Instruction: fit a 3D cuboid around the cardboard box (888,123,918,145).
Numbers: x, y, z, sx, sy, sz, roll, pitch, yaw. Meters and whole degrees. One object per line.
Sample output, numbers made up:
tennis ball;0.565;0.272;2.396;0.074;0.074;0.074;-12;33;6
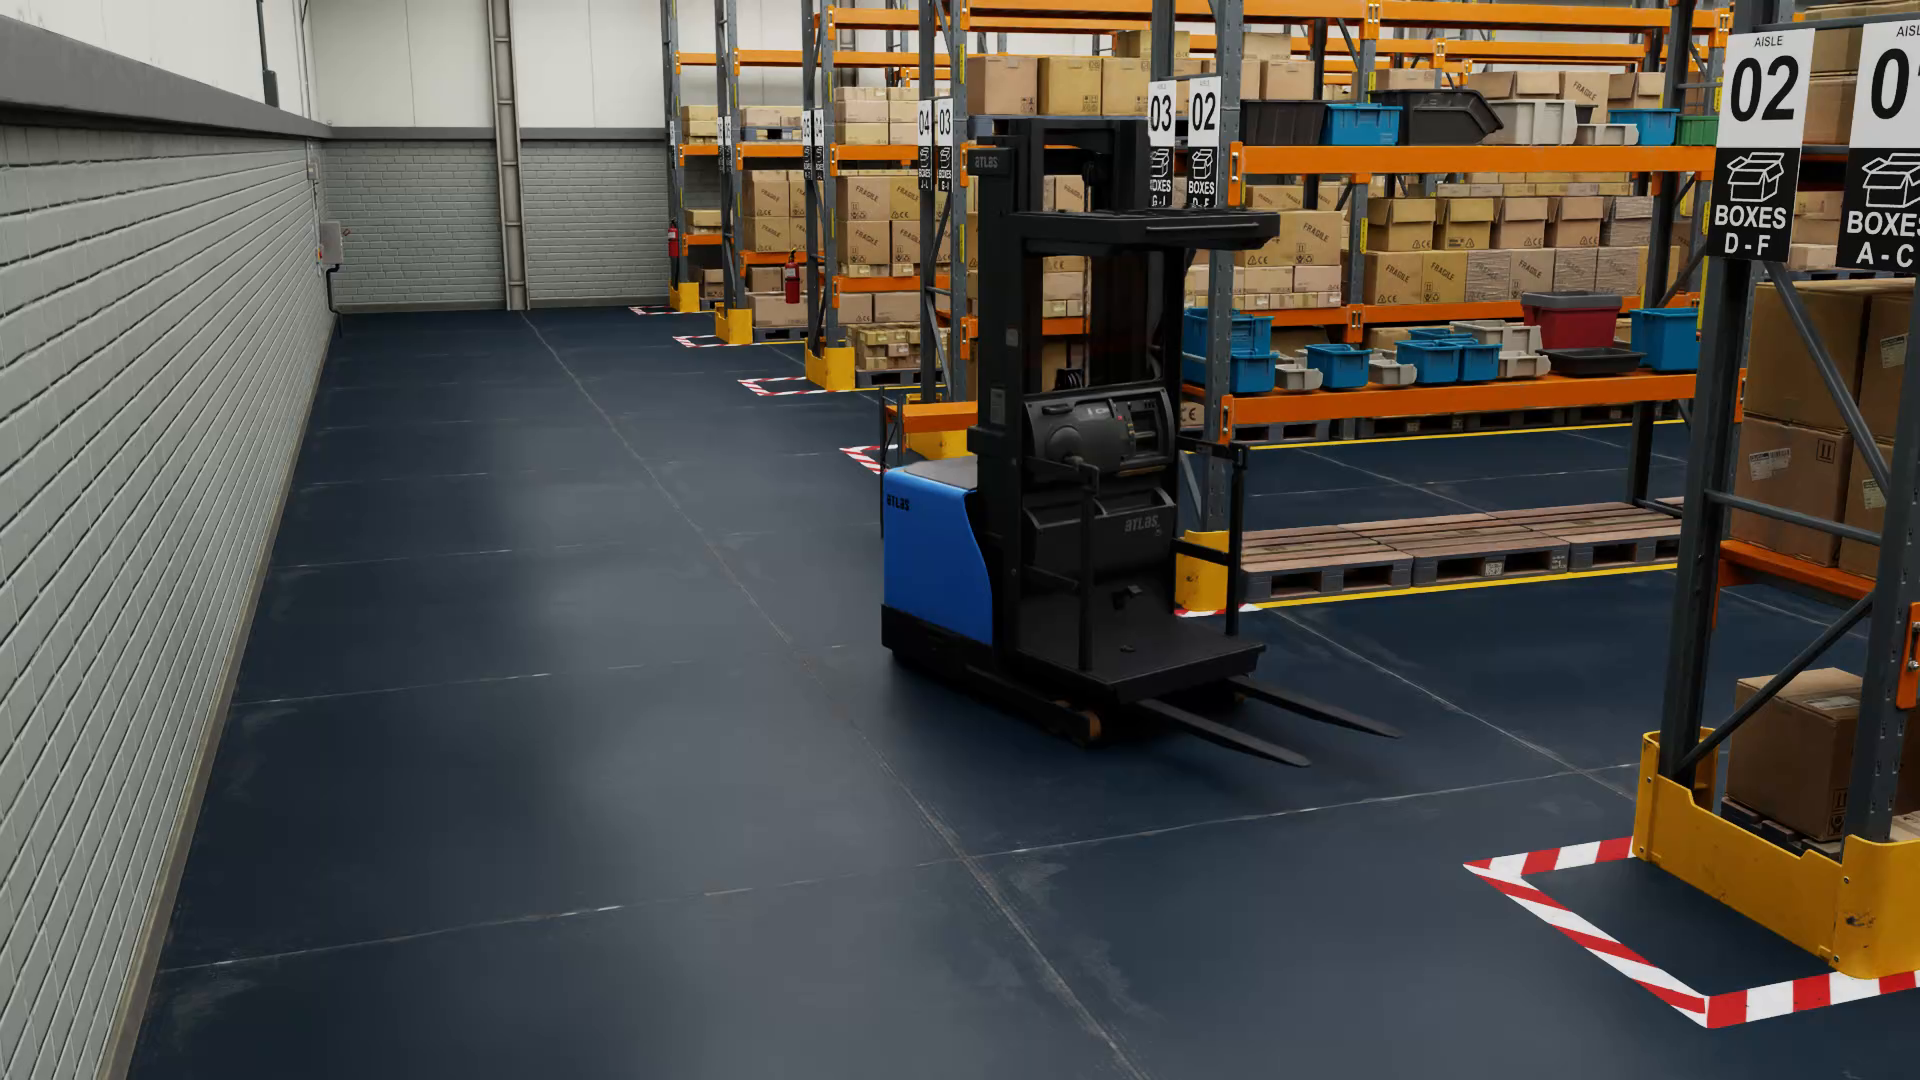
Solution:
cardboard box;-0.635;-4.739;19.428;0.500;0.250;0.500;-4;14;-16

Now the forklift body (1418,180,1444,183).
forklift body;9.046;-5.733;31.595;1.214;2.155;2.313;-4;14;-18

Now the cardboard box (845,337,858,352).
cardboard box;-1.233;-2.402;20.368;0.250;0.149;0.380;-5;14;-20

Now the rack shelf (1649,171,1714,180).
rack shelf;9.322;-4.090;17.929;4.000;0.370;1.077;-4;14;-18

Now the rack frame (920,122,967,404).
rack frame;-0.156;-2.243;15.090;0.127;3.000;1.000;-4;14;-18

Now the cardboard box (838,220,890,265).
cardboard box;-1.129;-3.504;19.533;0.500;0.500;0.500;-4;14;-15

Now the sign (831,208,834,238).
sign;-1.469;-3.640;19.094;0.005;0.325;0.100;-4;14;-18

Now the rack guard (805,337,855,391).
rack guard;-1.570;-2.128;20.007;0.348;0.500;1.175;-4;14;-18

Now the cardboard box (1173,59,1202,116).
cardboard box;1.861;-4.182;15.420;0.500;0.500;0.700;-4;14;-16

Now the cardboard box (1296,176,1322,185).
cardboard box;5.726;-5.903;27.308;0.250;0.149;0.380;-5;14;-21

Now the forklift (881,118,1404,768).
forklift;0.838;-0.568;8.195;1.130;2.935;3.031;-10;16;-35

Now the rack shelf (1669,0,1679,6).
rack shelf;3.319;-3.678;10.579;4.000;0.370;1.077;-4;14;-18

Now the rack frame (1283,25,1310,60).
rack frame;6.470;-9.309;31.832;0.127;3.000;1.000;-4;14;-18

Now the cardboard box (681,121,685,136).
cardboard box;-4.569;-7.128;28.828;0.500;0.250;0.500;-5;14;-19

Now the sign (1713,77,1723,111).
sign;7.595;-4.460;16.642;0.005;0.325;0.100;-4;14;-18

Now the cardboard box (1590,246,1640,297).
cardboard box;6.563;-2.756;17.029;0.500;0.500;0.500;-5;14;-19

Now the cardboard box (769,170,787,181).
cardboard box;-2.666;-5.267;24.027;0.250;0.149;0.380;-4;14;-17

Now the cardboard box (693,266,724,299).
cardboard box;-4.293;-4.519;29.145;0.637;0.503;0.797;-5;14;-20

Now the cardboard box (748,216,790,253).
cardboard box;-2.770;-4.437;24.100;0.500;0.500;0.500;-5;14;-19

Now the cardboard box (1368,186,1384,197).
cardboard box;6.731;-5.542;27.191;0.500;0.500;0.500;-4;14;-16

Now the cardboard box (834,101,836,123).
cardboard box;-1.287;-5.057;19.684;0.500;0.250;0.500;-5;14;-20

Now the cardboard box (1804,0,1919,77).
cardboard box;3.405;-1.793;5.961;0.500;0.250;0.500;-4;14;-18

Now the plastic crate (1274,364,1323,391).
plastic crate;2.093;-1.009;10.343;0.298;0.136;0.250;-4;14;-18

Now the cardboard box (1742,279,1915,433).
cardboard box;3.334;-0.698;6.219;0.500;0.500;0.500;-5;14;-19

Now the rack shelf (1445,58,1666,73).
rack shelf;9.952;-8.017;27.961;4.000;0.370;1.077;-4;14;-18

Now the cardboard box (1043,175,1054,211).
cardboard box;0.812;-4.145;20.068;0.500;0.500;0.500;-4;14;-17

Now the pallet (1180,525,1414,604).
pallet;2.218;0.148;11.066;1.213;0.211;1.003;-4;14;-18

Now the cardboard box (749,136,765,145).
cardboard box;-3.524;-6.871;28.609;0.250;0.149;0.380;-4;14;-18

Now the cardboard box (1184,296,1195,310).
cardboard box;1.991;-2.208;15.486;0.250;0.149;0.380;-4;14;-17

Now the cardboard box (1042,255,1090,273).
cardboard box;0.859;-2.692;15.041;0.500;0.500;0.500;-5;14;-19

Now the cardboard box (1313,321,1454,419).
cardboard box;4.235;-1.760;16.745;0.875;0.875;1.225;-4;14;-18

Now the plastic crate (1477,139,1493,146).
plastic crate;3.303;-2.694;11.076;0.530;0.136;0.437;-4;14;-18

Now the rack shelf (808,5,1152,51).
rack shelf;0.253;-6.053;19.704;4.000;0.370;1.077;-4;14;-18

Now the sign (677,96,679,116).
sign;-4.730;-7.270;27.854;0.005;0.325;0.100;-4;14;-18

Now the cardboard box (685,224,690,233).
cardboard box;-4.675;-5.466;29.182;0.250;0.149;0.380;-5;14;-19

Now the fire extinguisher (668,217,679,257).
fire extinguisher;-4.895;-5.173;28.383;0.183;0.674;0.296;-4;14;-18

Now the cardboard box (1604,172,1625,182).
cardboard box;10.951;-6.156;28.520;0.500;0.500;0.700;-4;14;-18

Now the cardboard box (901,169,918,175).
cardboard box;-0.700;-5.409;24.621;0.250;0.149;0.380;-5;14;-18

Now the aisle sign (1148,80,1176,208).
aisle sign;1.262;-2.480;10.470;0.004;0.787;0.394;-4;14;-18

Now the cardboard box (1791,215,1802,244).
cardboard box;11.611;-4.447;24.033;0.500;0.550;0.875;-4;14;-18

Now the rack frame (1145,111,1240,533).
rack frame;1.424;-1.157;10.523;0.127;3.000;1.000;-4;14;-18

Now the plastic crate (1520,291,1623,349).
plastic crate;4.288;-1.501;11.704;0.583;0.464;0.402;-4;14;-18

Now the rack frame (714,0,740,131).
rack frame;-3.317;-7.335;23.533;0.127;3.000;1.000;-4;14;-18

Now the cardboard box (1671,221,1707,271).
cardboard box;7.925;-3.135;17.716;0.500;0.500;0.500;-6;15;-25

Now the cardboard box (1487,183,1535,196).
cardboard box;7.333;-4.571;22.499;0.500;0.500;0.700;-5;14;-19

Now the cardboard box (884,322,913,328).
cardboard box;-0.760;-2.592;20.527;0.250;0.149;0.380;-5;14;-19

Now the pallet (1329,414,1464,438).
pallet;4.342;-1.255;16.962;1.213;0.211;1.003;-4;14;-18

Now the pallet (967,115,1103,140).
pallet;0.544;-3.716;14.993;1.213;0.211;1.003;-4;14;-18

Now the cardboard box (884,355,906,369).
cardboard box;-0.822;-2.161;20.000;0.250;0.149;0.380;-5;14;-18

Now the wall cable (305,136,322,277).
wall cable;-8.654;-4.505;22.335;0.123;1.953;0.585;-4;14;-18

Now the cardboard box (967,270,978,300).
cardboard box;0.385;-2.291;14.973;0.500;0.250;0.500;-5;14;-20

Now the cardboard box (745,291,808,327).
cardboard box;-2.723;-3.445;24.772;0.875;0.438;0.875;-5;14;-20

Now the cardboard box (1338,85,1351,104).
cardboard box;4.980;-5.801;21.698;0.258;0.266;0.396;-4;14;-18

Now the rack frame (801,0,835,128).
rack frame;-1.642;-6.257;19.000;0.127;3.000;1.000;-4;14;-18

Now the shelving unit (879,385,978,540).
shelving unit;-0.006;-0.547;12.011;1.048;1.125;0.538;-4;14;-18

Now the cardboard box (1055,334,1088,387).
cardboard box;1.287;-1.545;15.842;0.875;0.875;0.875;-4;14;-18
